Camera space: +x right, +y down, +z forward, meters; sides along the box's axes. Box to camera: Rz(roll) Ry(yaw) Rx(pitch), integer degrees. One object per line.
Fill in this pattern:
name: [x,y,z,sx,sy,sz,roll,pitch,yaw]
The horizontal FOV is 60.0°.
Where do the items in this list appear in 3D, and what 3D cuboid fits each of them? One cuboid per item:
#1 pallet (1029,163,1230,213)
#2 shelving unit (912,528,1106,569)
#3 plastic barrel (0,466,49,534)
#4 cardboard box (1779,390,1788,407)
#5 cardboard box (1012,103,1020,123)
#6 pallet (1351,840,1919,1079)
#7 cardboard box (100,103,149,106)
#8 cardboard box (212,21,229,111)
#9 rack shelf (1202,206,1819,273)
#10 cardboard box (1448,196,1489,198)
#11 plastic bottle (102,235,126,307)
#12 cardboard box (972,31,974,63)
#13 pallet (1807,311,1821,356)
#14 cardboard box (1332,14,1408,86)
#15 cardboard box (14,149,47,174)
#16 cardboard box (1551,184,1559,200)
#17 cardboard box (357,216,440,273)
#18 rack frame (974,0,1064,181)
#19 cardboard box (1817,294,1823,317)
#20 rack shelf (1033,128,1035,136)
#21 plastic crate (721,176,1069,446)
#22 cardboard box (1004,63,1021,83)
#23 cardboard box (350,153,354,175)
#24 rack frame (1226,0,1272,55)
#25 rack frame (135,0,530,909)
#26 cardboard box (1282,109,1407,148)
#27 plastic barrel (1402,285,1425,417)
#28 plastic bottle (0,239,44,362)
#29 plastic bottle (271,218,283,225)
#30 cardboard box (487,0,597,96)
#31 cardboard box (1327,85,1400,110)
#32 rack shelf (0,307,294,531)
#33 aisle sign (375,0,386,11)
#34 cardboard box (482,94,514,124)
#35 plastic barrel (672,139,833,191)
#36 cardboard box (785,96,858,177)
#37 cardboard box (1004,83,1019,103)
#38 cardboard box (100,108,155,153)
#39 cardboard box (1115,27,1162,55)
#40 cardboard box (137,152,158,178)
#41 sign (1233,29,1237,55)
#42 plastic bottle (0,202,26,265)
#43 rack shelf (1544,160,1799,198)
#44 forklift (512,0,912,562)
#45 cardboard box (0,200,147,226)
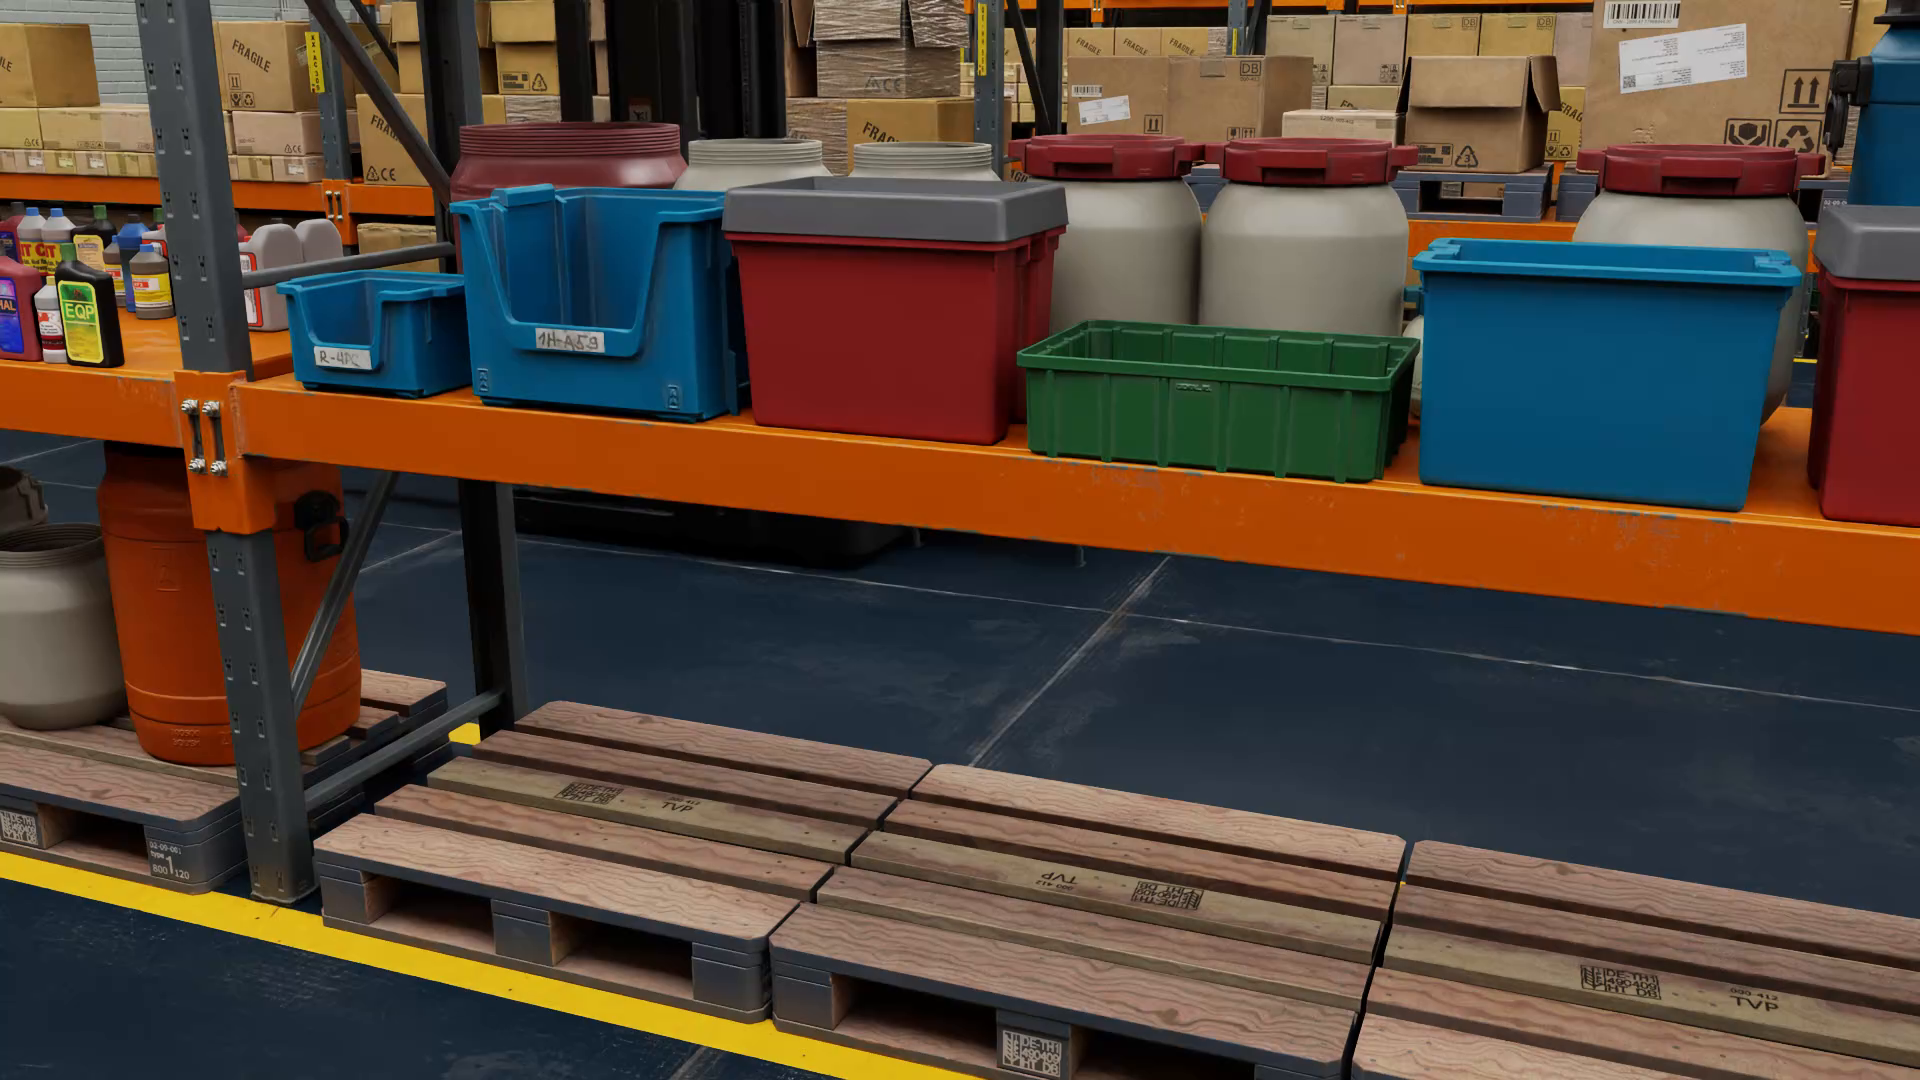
pallet: [1.009,-1.822,8.414,1.003,0.211,1.213,6,17,21]
shelving unit: [0.221,-0.693,6.871,0.755,1.500,0.431,7,18,22]
plastic barrel: [-3.023,0.120,4.951,0.708,0.588,0.600,6,17,21]
cardboard box: [3.464,-0.630,7.657,0.500,0.500,0.700,5,17,16]
cardboard box: [0.402,-3.381,13.135,0.250,0.149,0.380,7,18,22]
pallet: [1.465,1.003,3.340,1.213,0.211,1.003,6,17,21]
cardboard box: [-5.642,-2.764,11.050,0.500,0.250,0.500,6,17,19]
cardboard box: [-4.405,-2.830,9.931,0.500,0.500,0.500,6,17,21]
rack shelf: [2.167,-1.410,7.939,4.000,0.370,1.077,6,17,21]
cardboard box: [5.154,-3.336,17.244,0.625,0.372,0.950,6,17,20]
plastic bottle: [-2.447,-0.788,4.863,0.097,0.201,0.097,0,16,0]
cardboard box: [-0.132,-5.579,19.037,0.500,0.500,0.500,6,17,21]
pallet: [6.620,-1.389,11.580,1.213,0.211,1.003,6,17,21]
cardboard box: [3.105,-3.664,12.442,0.500,0.500,0.700,6,17,20]
cardboard box: [-5.729,-2.405,10.527,0.250,0.149,0.380,6,17,20]
cardboard box: [7.573,-4.678,21.413,0.625,0.625,0.875,6,17,18]
cardboard box: [-2.812,-1.490,9.983,0.875,0.875,1.225,6,17,21]
rack frame: [0.307,-1.960,8.543,0.127,3.000,1.000,6,17,21]
cardboard box: [6.501,-1.925,11.483,0.875,0.875,0.875,7,17,21]
rack shelf: [2.082,-4.389,18.202,4.000,0.370,1.077,6,17,21]
plastic crate: [-0.120,-0.461,3.267,0.583,0.464,0.402,6,17,21]
cardboard box: [0.394,-3.666,13.053,0.250,0.149,0.380,7,18,23]
cardboard box: [-3.812,-2.392,10.482,0.250,0.149,0.380,6,17,19]
rack frame: [2.220,-3.236,12.939,0.127,3.000,1.000,6,17,21]
rack frame: [-1.511,-0.675,4.119,0.127,3.000,1.000,6,17,21]
cardboard box: [1.781,-1.858,7.710,0.500,0.250,0.500,6,17,19]
plastic barrel: [1.035,-0.375,3.332,0.301,0.262,0.301,0,16,0]
plastic bottle: [-2.258,-0.573,3.978,0.133,0.283,0.061,6,17,21]
plastic bottle: [-1.893,-0.760,4.643,0.097,0.271,0.097,0,16,0]
cardboard box: [-2.183,-2.762,9.329,0.637,0.503,0.797,6,17,21]
cardboard box: [3.013,-3.116,12.349,0.500,0.500,0.500,6,17,20]
rack shelf: [-3.371,-0.534,4.924,4.000,0.370,1.077,6,17,21]
aisle sign: [-5.400,-5.232,15.153,0.004,0.787,0.394,6,17,21]
cardboard box: [-2.610,-2.254,9.377,0.500,0.500,0.500,6,17,21]
plastic barrel: [-0.475,-0.679,3.931,0.421,0.512,0.421,0,16,0]
cardboard box: [-0.705,-2.046,8.663,0.500,0.500,0.500,6,17,20]
cardboard box: [0.393,-3.523,13.094,0.250,0.149,0.380,7,18,22]
cardboard box: [-4.879,-2.521,10.213,0.500,0.250,0.500,7,17,22]
cardboard box: [1.958,-5.200,17.731,0.500,0.500,0.500,6,17,20]
cardboard box: [-4.776,-2.300,10.165,0.250,0.149,0.380,7,17,22]
sign: [2.030,-3.612,12.300,0.005,0.325,0.100,6,17,21]
plastic bottle: [-2.853,-0.877,5.024,0.133,0.283,0.061,6,17,21]
rack shelf: [4.081,-2.686,12.335,4.000,0.370,1.077,6,17,21]
forklift: [-1.574,-1.566,7.310,3.031,2.935,1.130,7,18,22]
cardboard box: [-5.664,-1.821,11.125,0.875,0.875,0.875,6,17,21]
